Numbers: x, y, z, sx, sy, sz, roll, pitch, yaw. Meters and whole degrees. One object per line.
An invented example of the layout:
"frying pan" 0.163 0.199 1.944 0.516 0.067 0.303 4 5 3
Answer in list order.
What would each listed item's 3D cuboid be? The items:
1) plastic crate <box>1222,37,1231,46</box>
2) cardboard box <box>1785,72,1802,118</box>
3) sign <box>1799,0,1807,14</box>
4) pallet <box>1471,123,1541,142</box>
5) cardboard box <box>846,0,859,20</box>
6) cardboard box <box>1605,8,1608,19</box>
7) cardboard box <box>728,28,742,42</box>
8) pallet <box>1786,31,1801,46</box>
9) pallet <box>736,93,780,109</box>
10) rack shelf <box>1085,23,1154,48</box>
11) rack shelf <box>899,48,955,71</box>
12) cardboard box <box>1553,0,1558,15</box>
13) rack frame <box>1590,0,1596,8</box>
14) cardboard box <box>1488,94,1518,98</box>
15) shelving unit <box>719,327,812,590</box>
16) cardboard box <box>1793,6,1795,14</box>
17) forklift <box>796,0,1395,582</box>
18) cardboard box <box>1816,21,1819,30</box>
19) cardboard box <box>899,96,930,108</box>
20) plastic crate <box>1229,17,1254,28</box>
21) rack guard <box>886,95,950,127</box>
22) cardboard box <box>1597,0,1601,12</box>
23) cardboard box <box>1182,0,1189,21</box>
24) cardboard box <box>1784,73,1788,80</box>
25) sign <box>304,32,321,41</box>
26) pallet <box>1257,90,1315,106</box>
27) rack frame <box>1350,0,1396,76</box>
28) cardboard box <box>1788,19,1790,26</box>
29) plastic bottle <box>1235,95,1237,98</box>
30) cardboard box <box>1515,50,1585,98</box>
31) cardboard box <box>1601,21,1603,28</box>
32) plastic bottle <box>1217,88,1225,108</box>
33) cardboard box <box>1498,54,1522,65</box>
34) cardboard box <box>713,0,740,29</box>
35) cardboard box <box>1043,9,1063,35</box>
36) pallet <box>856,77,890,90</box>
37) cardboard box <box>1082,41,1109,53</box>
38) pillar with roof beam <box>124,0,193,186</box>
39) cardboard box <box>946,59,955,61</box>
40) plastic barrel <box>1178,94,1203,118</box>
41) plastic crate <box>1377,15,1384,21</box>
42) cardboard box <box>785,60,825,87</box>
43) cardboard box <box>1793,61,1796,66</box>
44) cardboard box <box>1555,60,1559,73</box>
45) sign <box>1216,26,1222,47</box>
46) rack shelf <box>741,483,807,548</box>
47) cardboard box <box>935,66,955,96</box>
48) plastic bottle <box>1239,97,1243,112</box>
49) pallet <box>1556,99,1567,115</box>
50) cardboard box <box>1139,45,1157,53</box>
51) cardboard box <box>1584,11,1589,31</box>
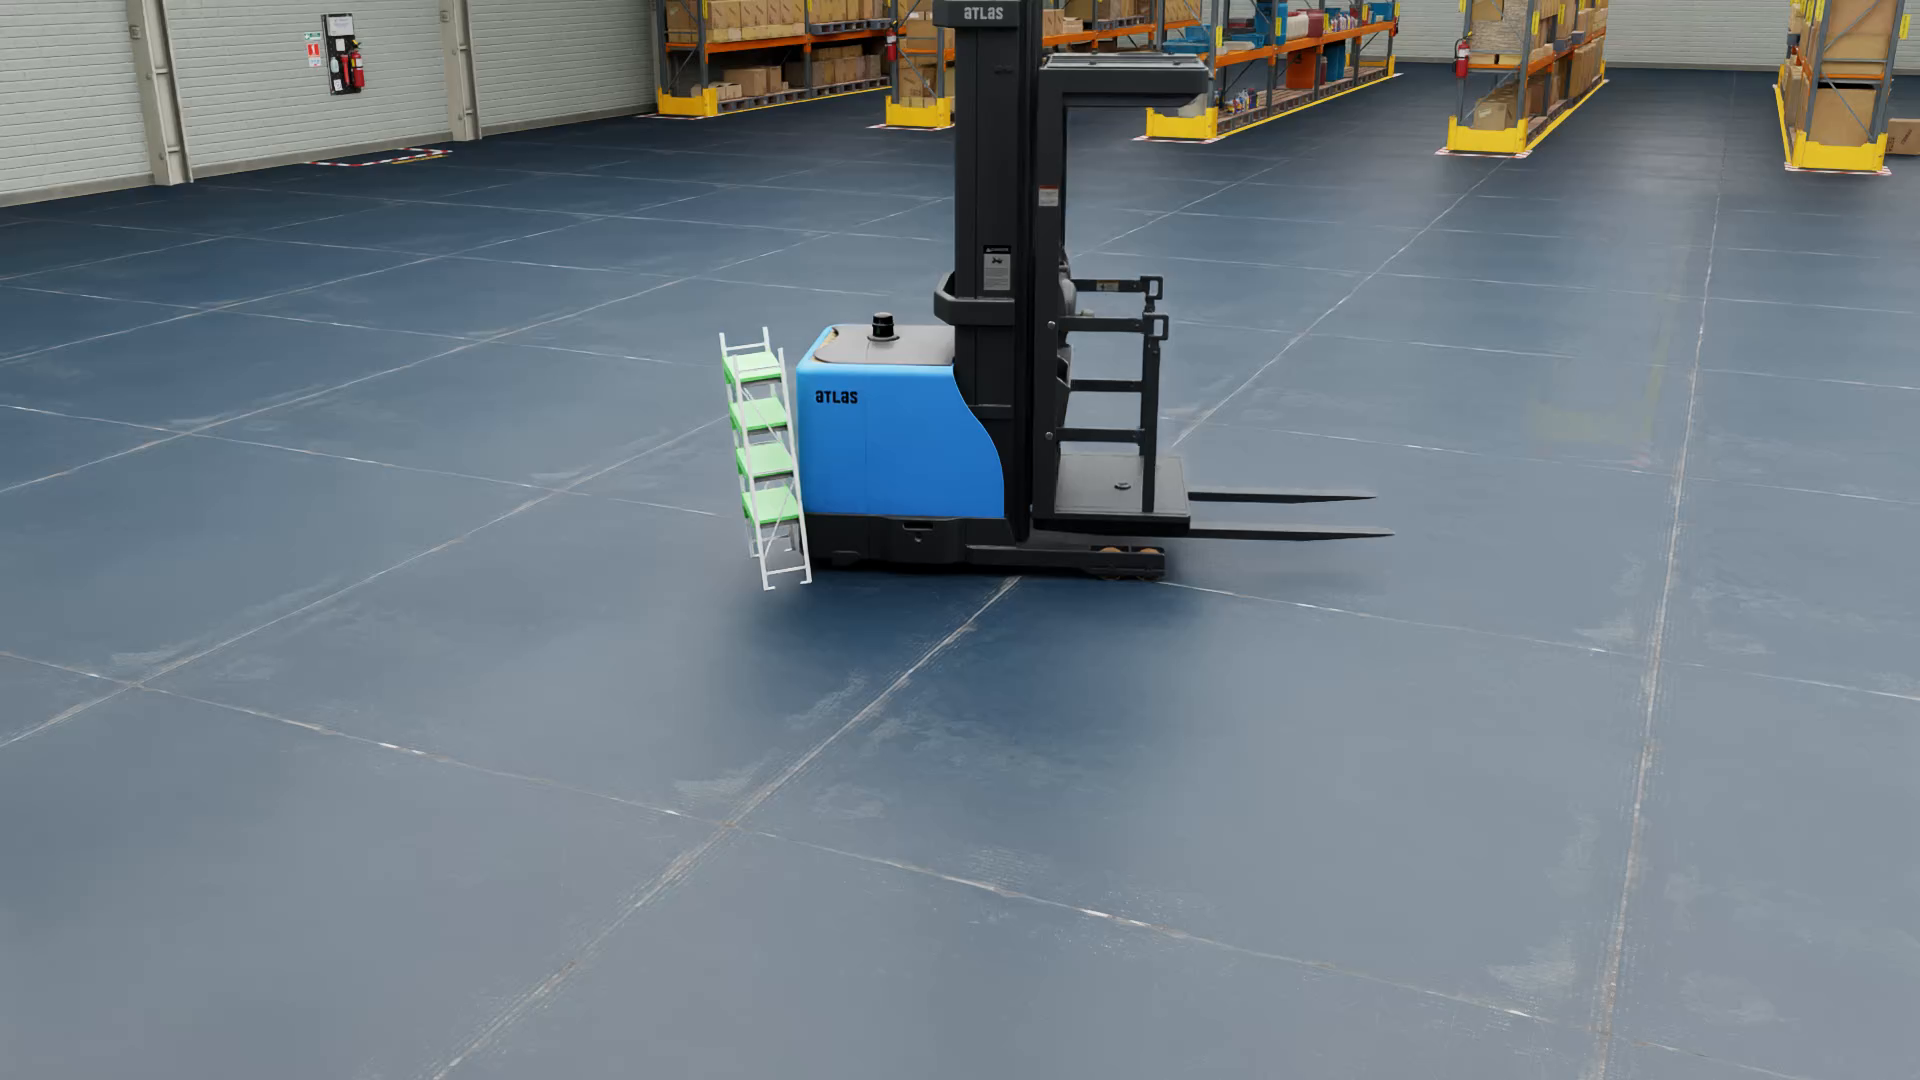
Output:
"plastic crate" 4.592 -8.985 30.074 0.450 0.188 0.662 9 21 23
"cardboard box" 14.978 -7.705 28.888 1.050 0.750 0.750 9 21 23
"sign" 15.547 -9.873 30.644 0.100 0.325 0.005 9 21 23
"pallet" 9.183 -6.884 28.009 1.003 0.211 1.213 9 21 23
"cardboard box" -2.668 -11.769 36.779 0.700 0.500 0.500 9 21 23
"cardboard box" 14.882 -12.335 38.957 0.500 0.250 0.500 8 21 22
"cardboard box" -4.582 -9.803 32.251 0.500 0.250 0.500 8 21 21
"pallet" 16.240 -9.435 31.309 1.213 0.211 1.003 9 21 23
"pallet" -4.374 -8.922 33.743 1.003 0.211 1.213 9 21 23
"rack shelf" 3.345 -11.637 38.289 1.077 0.370 4.000 9 21 23
"rack shelf" 0.069 -9.192 31.412 1.077 0.370 4.000 9 21 23
"cardboard box" 9.787 -9.112 28.028 0.500 0.500 0.500 9 21 23
"rack frame" 13.200 -11.227 36.062 1.000 3.000 0.127 9 21 23
"cardboard box" 9.044 -7.144 27.684 0.500 0.500 0.500 11 22 28
"shelving unit" -0.971 -0.410 8.301 0.258 1.200 0.503 -10 21 -12
"cardboard box" 16.360 -10.261 32.204 0.380 0.149 0.250 10 22 25
"forklift" 0.715 -1.355 8.405 3.031 2.935 1.130 2 20 5
"cardboard box" 13.550 -8.048 25.288 0.875 0.550 0.500 9 21 23
"cardboard box" -0.800 -8.026 30.538 0.500 0.250 0.500 9 21 23
"plastic crate" 5.324 -9.682 31.620 0.402 0.464 0.583 9 21 23
"rack guard" -0.760 -7.734 29.971 1.175 0.500 0.348 9 21 23
"cardboard box" 13.838 -11.911 36.645 0.500 0.500 0.500 9 21 23
"cardboard box" 5.448 -13.373 41.945 0.500 0.500 0.500 9 21 23
"cardboard box" 17.716 -9.819 35.287 0.380 0.149 0.250 8 21 21
"sign" -9.588 -7.458 24.619 0.001 0.109 0.331 9 21 23
"pallet" 6.691 -9.139 34.351 1.003 0.211 1.213 9 21 23
"rack frame" 10.319 -13.130 41.411 1.000 3.000 0.127 9 21 23
"cardboard box" 17.103 -10.538 33.872 0.380 0.149 0.250 7 21 20
"plastic bottle" 5.026 -7.960 30.273 0.061 0.283 0.133 9 21 23
"cardboard box" 11.864 -9.409 33.495 1.225 0.875 0.875 8 21 20
"cardboard box" 14.470 -11.786 38.008 0.380 0.149 0.250 9 21 23
"plastic bottle" 4.828 -8.211 30.877 0.144 0.351 0.185 9 21 23
"cardboard box" 8.620 -7.495 25.942 0.380 0.149 0.250 9 21 23
"cardboard box" -4.590 -10.144 32.092 0.500 0.500 0.500 9 21 23
"cardboard box" 1.854 -10.897 34.984 0.500 0.500 0.500 7 21 20
"pallet" -2.316 -10.491 38.153 1.003 0.211 1.213 9 21 23
"cardboard box" 3.129 -11.397 38.494 0.500 0.250 0.500 8 21 22
"pillar with roof beam" -6.760 -8.498 19.435 9.100 9.000 0.400 9 21 23
"cardboard box" -0.505 -12.235 41.476 0.750 0.750 0.750 9 21 23
"plastic barrel" 3.967 -7.476 28.600 0.421 0.512 0.421 0 20 0
"plastic crate" 10.151 -12.760 40.675 0.396 0.136 0.243 9 21 23
"cardboard box" -3.347 -10.078 35.903 0.700 0.500 0.500 9 22 25
"cardboard box" 16.283 -9.067 31.973 0.500 0.250 0.500 9 21 23
"cardboard box" 11.315 -9.178 32.256 0.500 0.250 0.500 10 22 25
"sign" 4.267 -8.292 27.396 0.100 0.325 0.005 9 21 23
"rack shelf" -0.945 -0.127 8.408 0.258 0.148 0.480 -10 21 -12
"cardboard box" -0.125 -8.462 30.643 0.500 0.500 0.500 9 21 23
"plastic bottle" 5.058 -7.869 30.035 0.097 0.271 0.097 0 20 0
"pallet" 11.241 -8.452 32.420 1.003 0.211 1.213 9 21 23
"cardboard box" 4.928 -12.194 41.849 0.797 0.503 0.637 9 21 23
"cardboard box" 12.631 -10.631 34.235 0.500 0.500 0.500 9 21 23
